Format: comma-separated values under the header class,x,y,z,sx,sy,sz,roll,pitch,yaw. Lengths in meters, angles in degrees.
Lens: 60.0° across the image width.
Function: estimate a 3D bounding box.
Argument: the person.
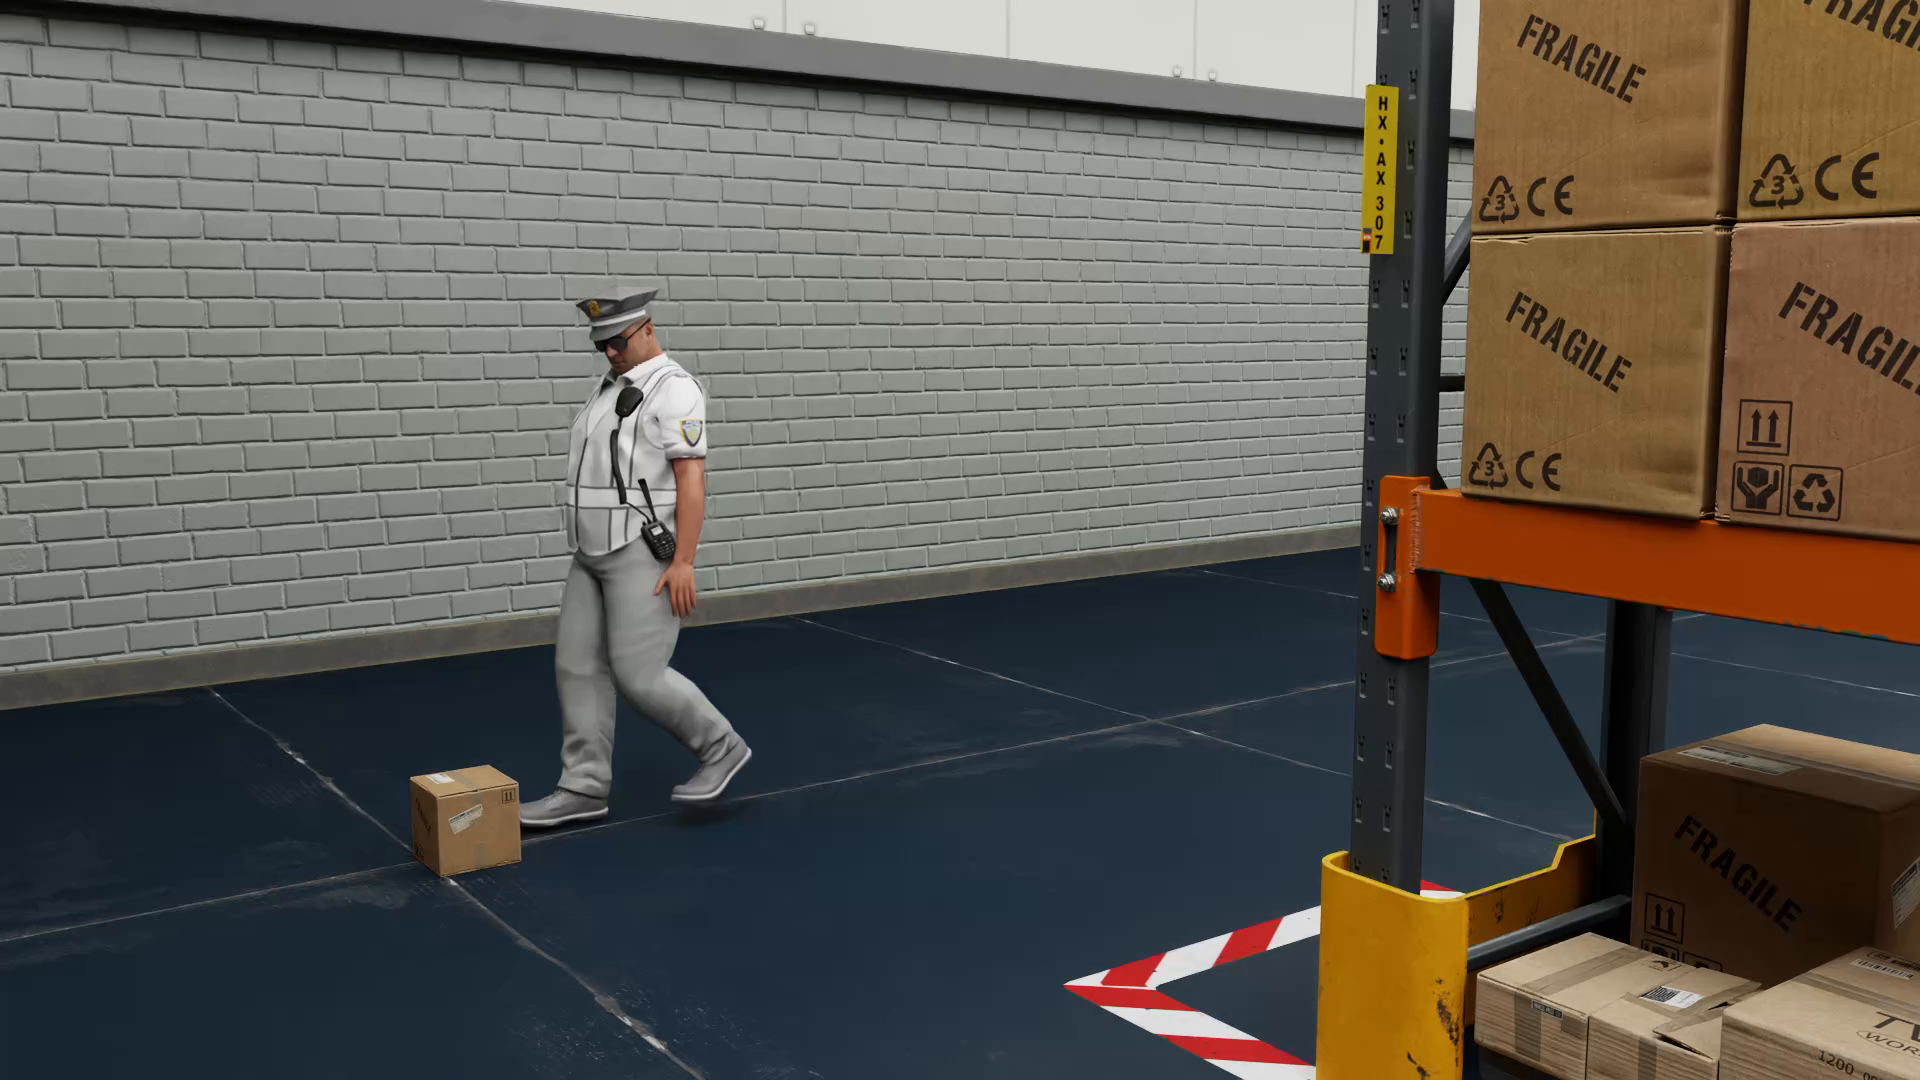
class,x,y,z,sx,sy,sz,roll,pitch,yaw
person,-1.078,0.052,5.343,0.747,1.715,0.569,-7,10,-41
